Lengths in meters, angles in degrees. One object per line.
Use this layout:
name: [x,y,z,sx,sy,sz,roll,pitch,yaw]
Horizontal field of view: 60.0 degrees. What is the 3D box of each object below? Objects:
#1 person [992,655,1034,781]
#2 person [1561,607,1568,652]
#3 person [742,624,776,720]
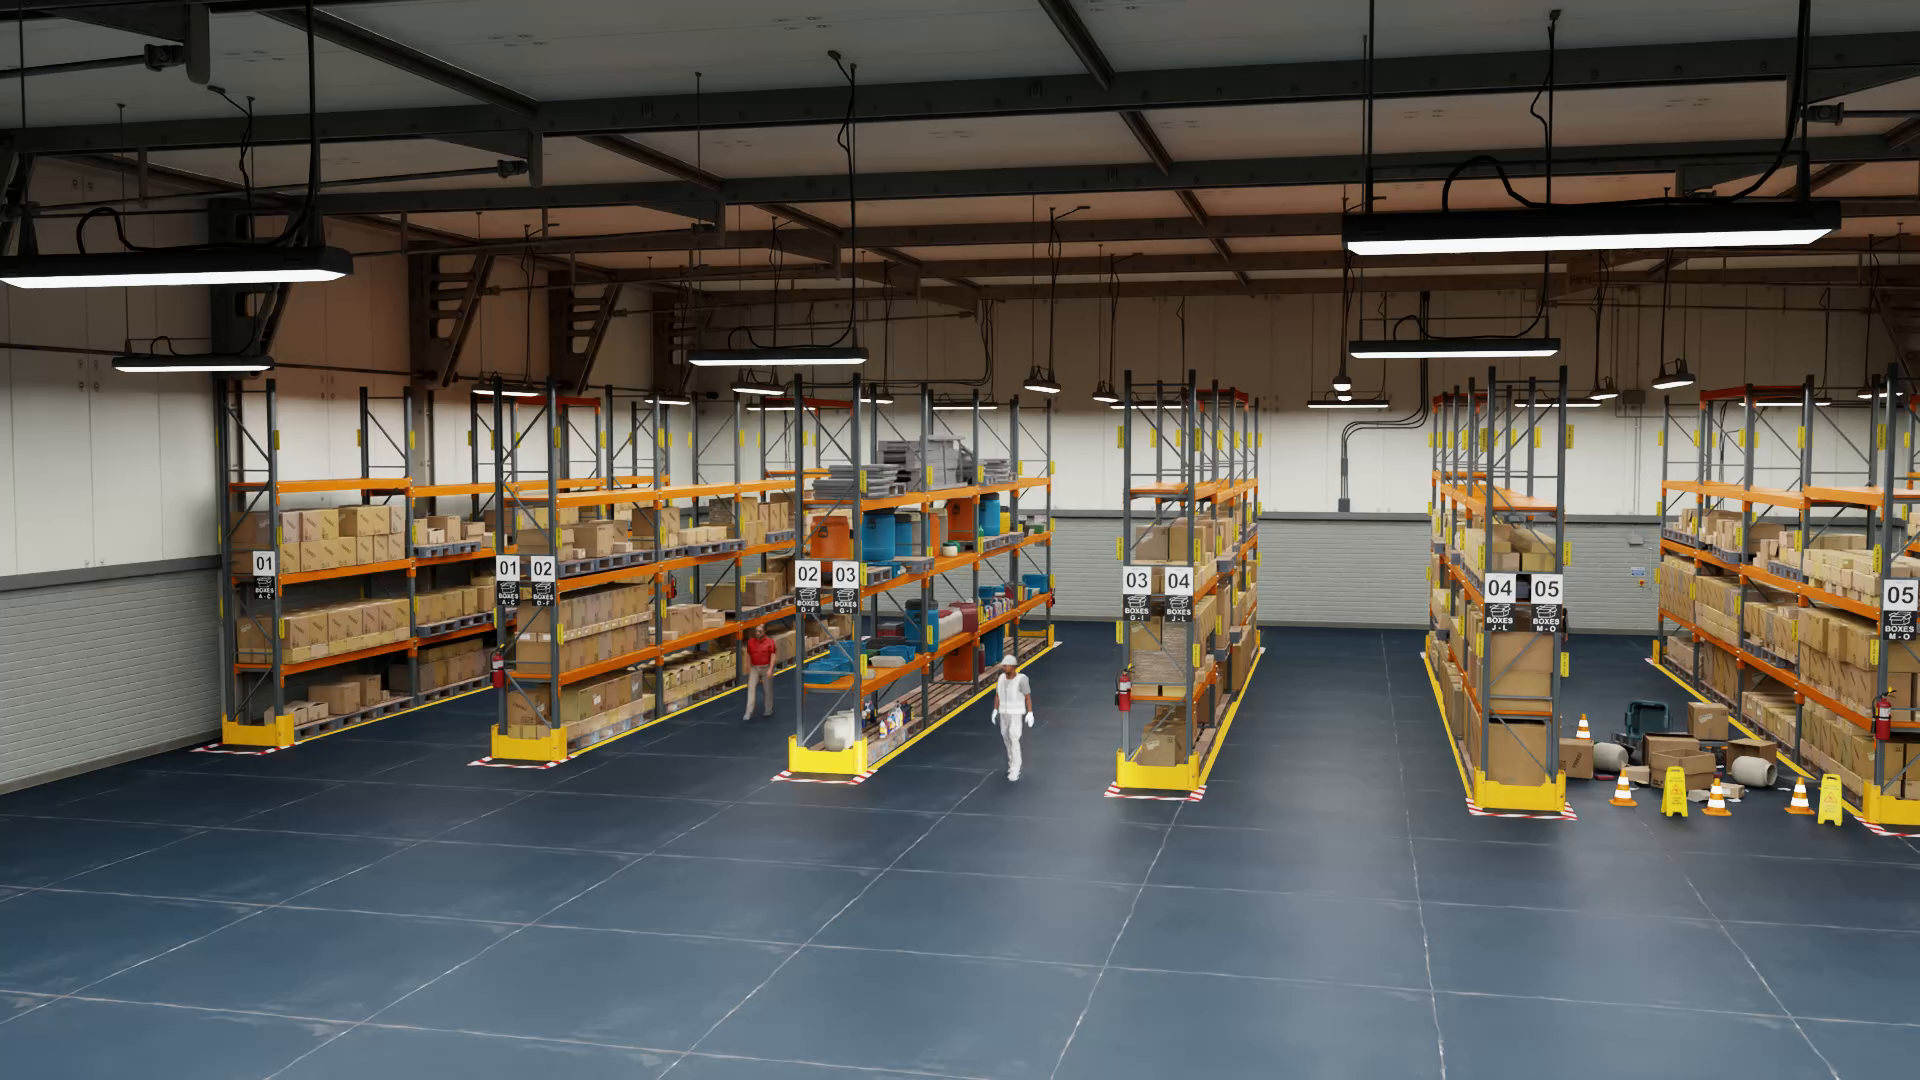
person: [0.719,2.624,24.810,0.644,1.788,0.641,3,5,41]
person: [12.680,2.024,35.410,0.569,1.736,0.397,-1,4,-16]
person: [-3.580,2.350,29.806,0.547,1.677,0.984,0,3,1]
